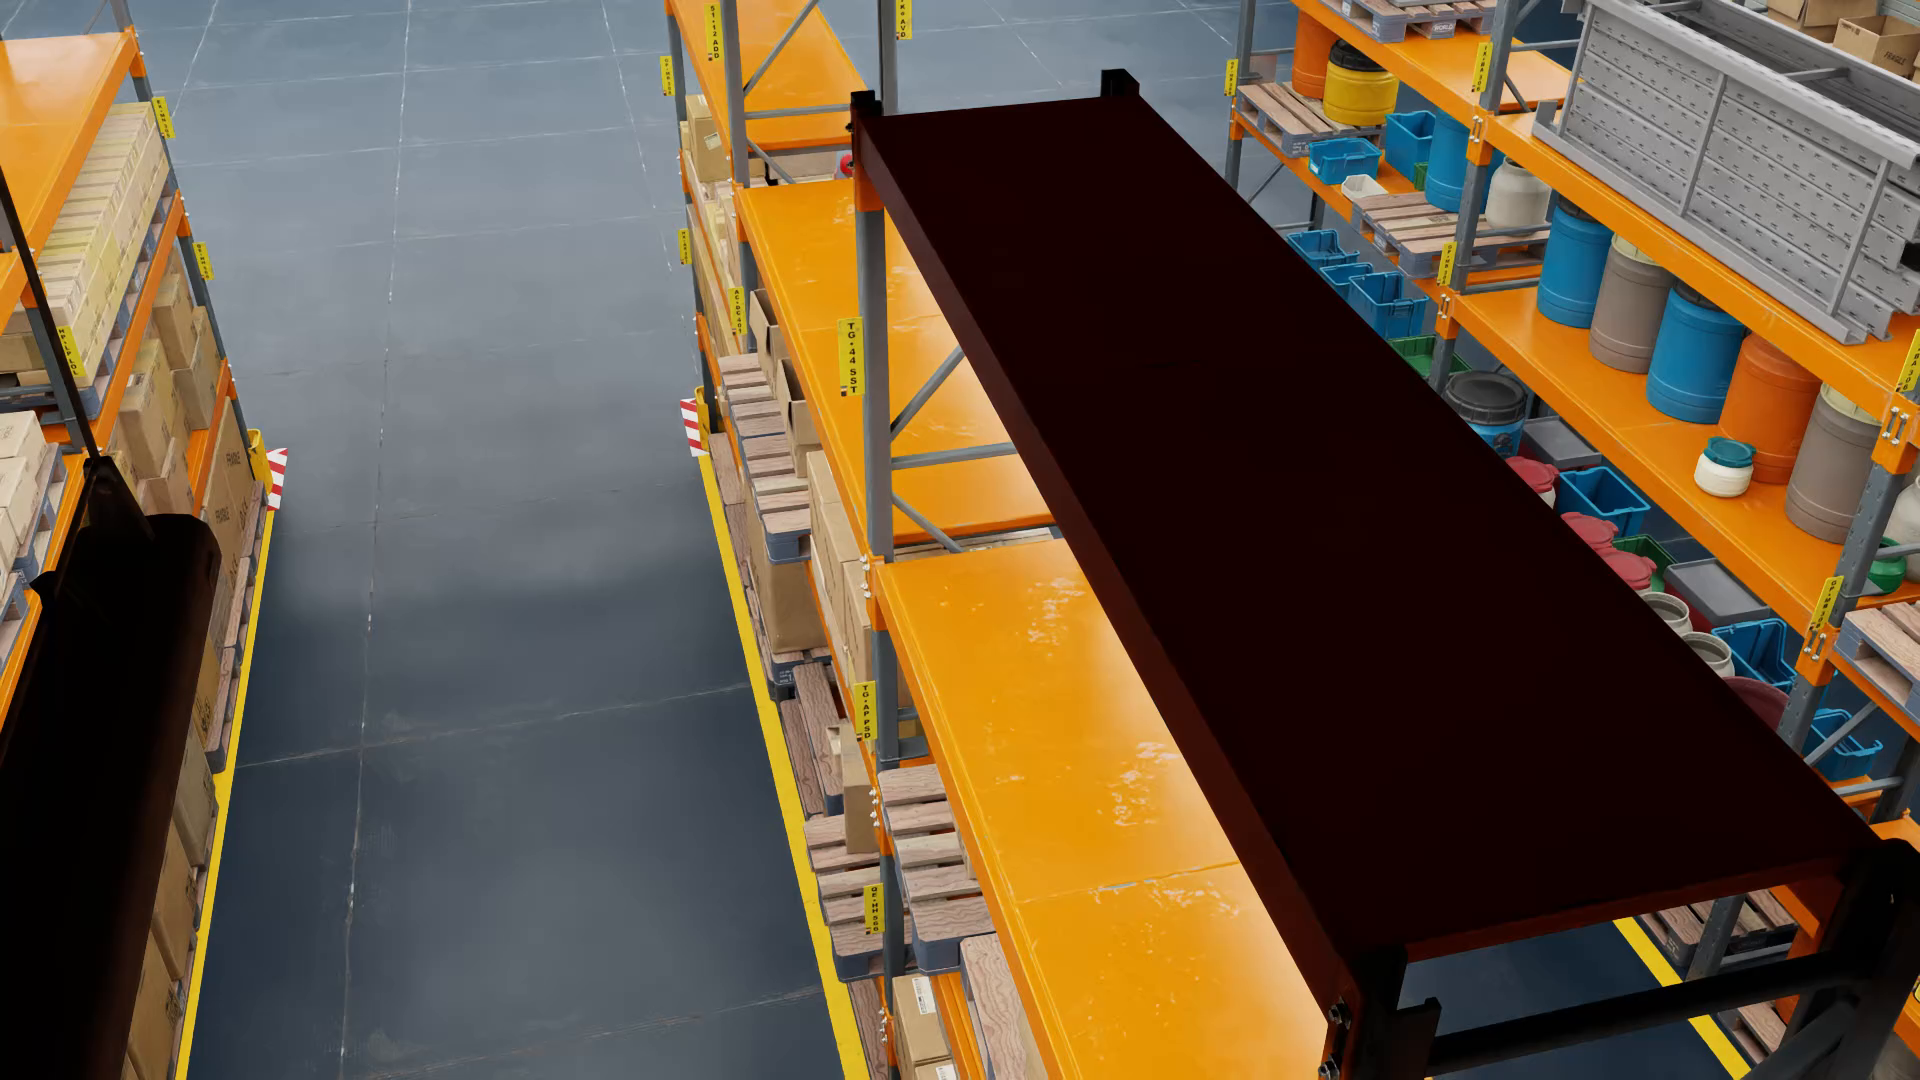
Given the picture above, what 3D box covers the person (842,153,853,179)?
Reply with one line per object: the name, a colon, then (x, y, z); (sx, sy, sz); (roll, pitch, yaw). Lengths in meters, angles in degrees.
person: (-1.097, -3.033, 16.975); (0.616, 1.760, 0.688); (2, 34, 3)
